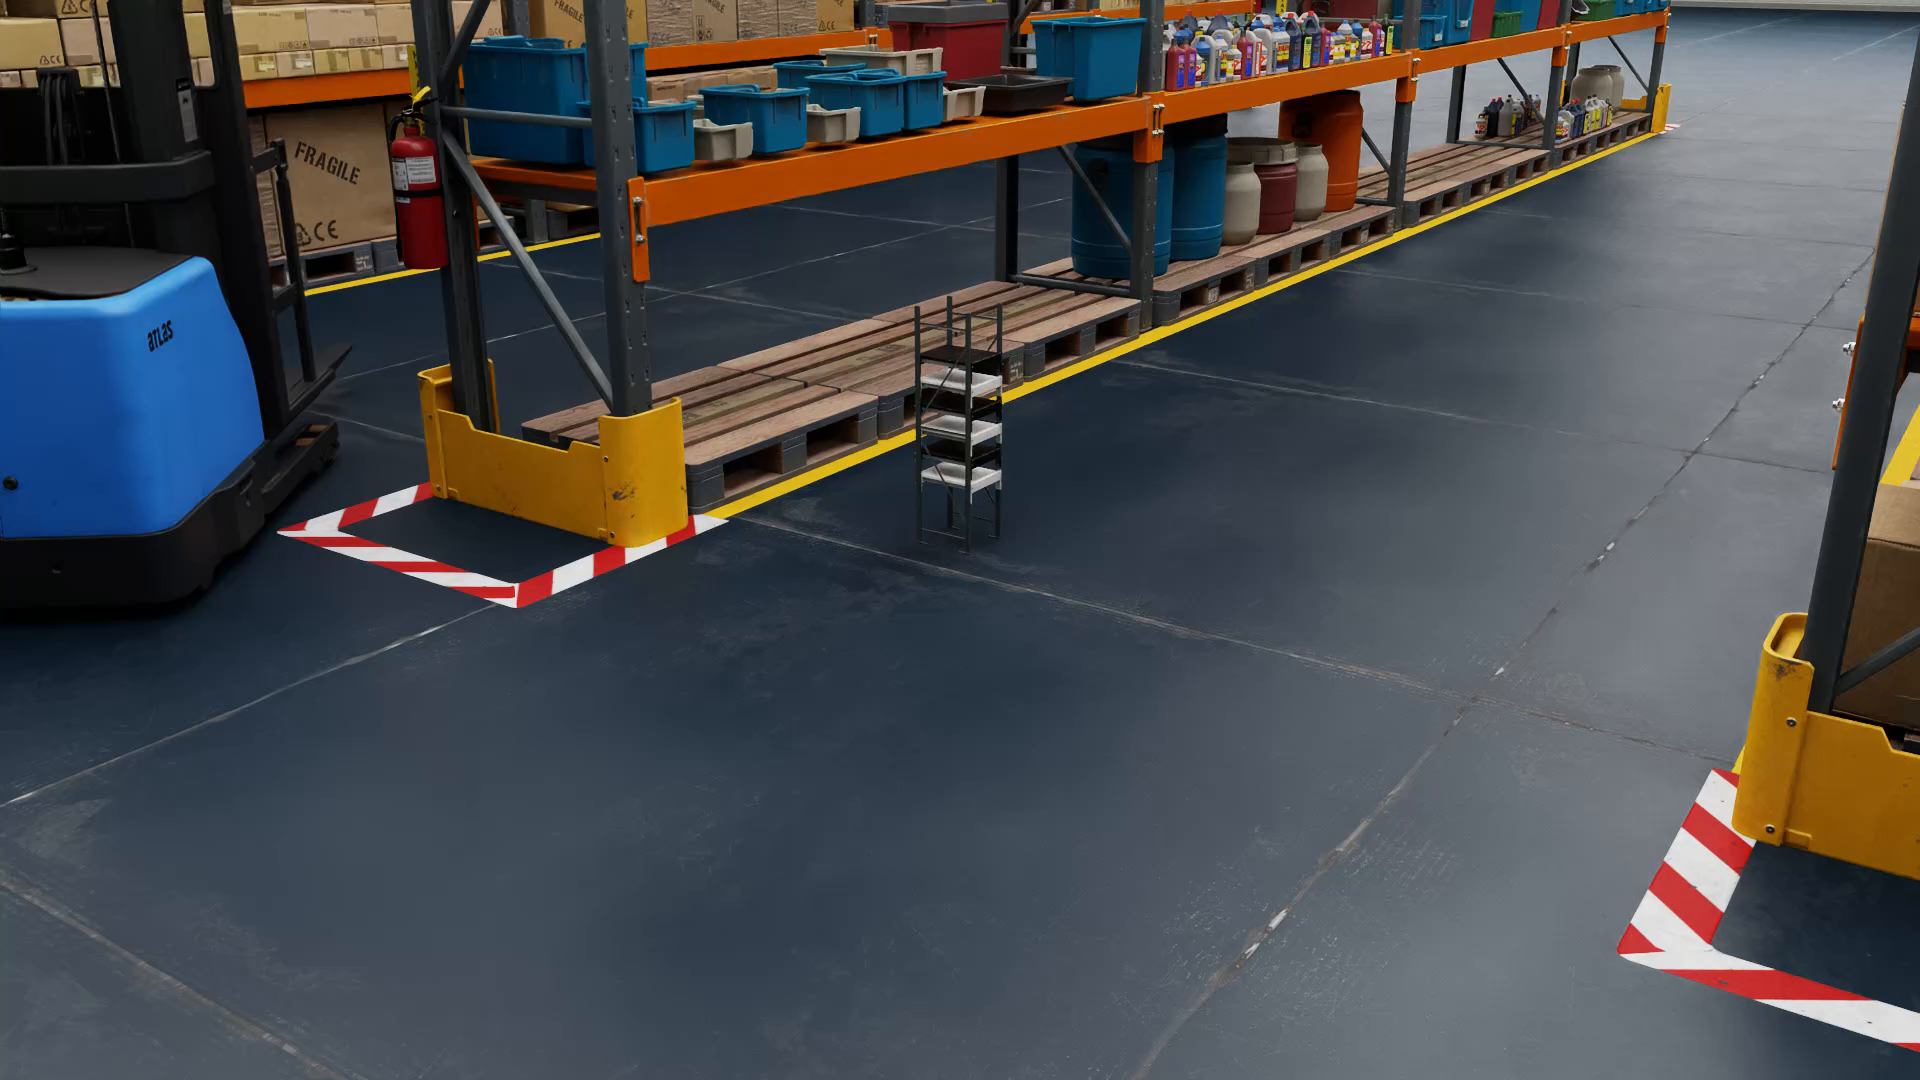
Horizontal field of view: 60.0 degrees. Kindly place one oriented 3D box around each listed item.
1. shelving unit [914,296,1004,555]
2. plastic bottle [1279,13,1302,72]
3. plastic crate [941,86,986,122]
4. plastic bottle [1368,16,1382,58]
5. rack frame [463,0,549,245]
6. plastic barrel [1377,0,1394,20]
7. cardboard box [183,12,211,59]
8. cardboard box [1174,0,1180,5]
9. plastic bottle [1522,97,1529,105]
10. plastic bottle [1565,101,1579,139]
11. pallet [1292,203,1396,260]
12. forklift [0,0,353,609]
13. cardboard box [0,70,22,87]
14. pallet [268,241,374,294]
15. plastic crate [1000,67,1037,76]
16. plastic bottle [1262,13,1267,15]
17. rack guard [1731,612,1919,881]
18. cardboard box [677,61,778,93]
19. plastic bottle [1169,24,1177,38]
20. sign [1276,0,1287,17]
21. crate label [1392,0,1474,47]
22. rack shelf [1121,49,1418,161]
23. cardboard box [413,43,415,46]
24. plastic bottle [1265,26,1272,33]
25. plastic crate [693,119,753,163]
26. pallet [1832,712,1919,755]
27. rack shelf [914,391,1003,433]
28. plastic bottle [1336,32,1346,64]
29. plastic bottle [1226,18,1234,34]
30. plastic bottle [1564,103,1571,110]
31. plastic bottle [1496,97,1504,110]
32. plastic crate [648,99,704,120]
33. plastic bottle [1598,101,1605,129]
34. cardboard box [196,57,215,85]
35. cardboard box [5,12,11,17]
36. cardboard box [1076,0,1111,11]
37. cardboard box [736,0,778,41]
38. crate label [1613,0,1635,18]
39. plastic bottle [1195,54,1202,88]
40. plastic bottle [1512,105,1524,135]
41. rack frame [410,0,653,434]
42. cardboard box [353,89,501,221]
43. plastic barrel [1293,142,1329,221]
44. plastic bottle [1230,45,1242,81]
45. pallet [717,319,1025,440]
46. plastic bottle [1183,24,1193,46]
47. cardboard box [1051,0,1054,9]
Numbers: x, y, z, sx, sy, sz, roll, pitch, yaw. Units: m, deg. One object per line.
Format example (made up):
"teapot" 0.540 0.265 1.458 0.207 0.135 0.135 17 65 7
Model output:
"shelving unit" -0.005 -0.420 6.103 0.258 0.900 0.210 13 24 32
"plastic bottle" 2.078 -3.157 10.548 0.144 0.351 0.185 13 24 32
"plastic crate" -0.081 -2.035 7.736 0.293 0.136 0.466 13 24 32
"plastic bottle" 2.894 -3.516 11.616 0.061 0.283 0.133 13 24 32
"rack frame" -3.447 -3.655 11.822 1.000 3.000 0.127 13 24 32
"plastic barrel" 3.300 -4.226 13.204 0.421 0.512 0.421 0 20 0
"cardboard box" -4.630 -2.955 9.718 0.500 0.250 0.500 12 24 30
"cardboard box" 2.355 -6.349 19.467 0.380 0.149 0.250 13 24 32
"plastic bottle" 5.869 -4.472 17.330 0.097 0.271 0.097 0 20 0
"plastic bottle" 5.943 -4.099 16.206 0.144 0.351 0.185 14 25 33
"pallet" 2.489 -2.294 12.163 1.003 0.211 1.213 13 24 32
"forklift" -3.224 -1.607 6.383 1.130 2.935 3.031 -2 20 -5
"cardboard box" -5.223 -2.427 8.864 0.380 0.149 0.250 14 24 32
"pallet" -4.624 -1.792 10.807 1.003 0.211 1.213 13 24 32
"plastic crate" 0.270 -2.488 8.960 0.396 0.136 0.243 13 24 32
"plastic bottle" 2.165 -3.635 11.937 0.061 0.283 0.133 13 24 32
"rack guard" 2.538 0.577 3.986 1.175 0.500 0.348 13 24 32
"cardboard box" -2.111 -3.555 14.008 1.225 0.875 0.875 13 24 32
"plastic bottle" 1.298 -3.161 10.667 0.152 0.276 0.135 13 24 32
"sign" 2.439 -4.018 12.569 0.100 0.325 0.005 13 24 32
"crate label" 3.680 -4.085 12.935 0.502 0.435 0.616 13 24 32
"rack shelf" 1.774 -2.925 10.886 1.077 0.370 4.000 13 24 32
"cardboard box" -3.636 -3.238 11.057 0.380 0.149 0.250 13 24 31
"plastic bottle" 1.954 -3.131 10.591 0.097 0.271 0.097 0 20 0
"plastic crate" -0.939 -1.528 6.366 0.250 0.136 0.298 13 24 32
"pallet" 2.985 0.483 4.655 1.003 0.211 1.213 13 24 32
"rack shelf" -0.005 -0.473 6.083 0.258 0.077 0.200 13 24 32
"plastic bottle" 2.540 -3.309 11.172 0.097 0.201 0.097 0 20 0
"plastic bottle" 1.835 -3.450 11.453 0.097 0.271 0.097 0 20 0
"plastic bottle" 6.152 -4.262 16.754 0.152 0.276 0.135 13 24 32
"plastic bottle" 5.378 -4.244 16.599 0.144 0.351 0.185 12 23 29
"plastic crate" -1.116 -1.795 7.088 0.396 0.136 0.243 13 24 32
"plastic bottle" 6.483 -4.342 16.970 0.152 0.276 0.135 13 24 30
"cardboard box" -4.502 -2.796 9.863 0.380 0.149 0.250 13 24 31
"cardboard box" -5.357 -2.912 9.602 0.500 0.250 0.500 13 24 31
"cardboard box" 1.420 -5.835 18.079 0.380 0.149 0.250 13 24 32
"cardboard box" -1.845 -4.368 13.605 0.500 0.500 0.500 12 24 30
"crate label" 6.584 -5.568 16.942 0.502 0.435 0.616 13 24 32
"plastic bottle" 1.333 -2.693 9.507 0.097 0.201 0.097 0 20 0
"plastic bottle" 5.515 -4.187 16.554 0.152 0.276 0.135 13 24 32
"rack frame" -1.599 -1.541 6.108 1.000 3.000 0.127 13 24 32
"cardboard box" -3.884 -2.681 11.648 0.875 0.875 0.875 13 24 32
"plastic barrel" 2.393 -2.543 11.798 0.421 0.512 0.421 0 20 0
"plastic bottle" 1.628 -2.843 9.913 0.097 0.201 0.097 0 20 0
"pallet" -0.417 -0.811 8.153 1.003 0.211 1.213 13 24 32
"plastic bottle" 1.466 -3.224 10.843 0.097 0.271 0.097 0 20 0
"cardboard box" 0.928 -5.951 18.392 0.380 0.149 0.250 13 24 32
